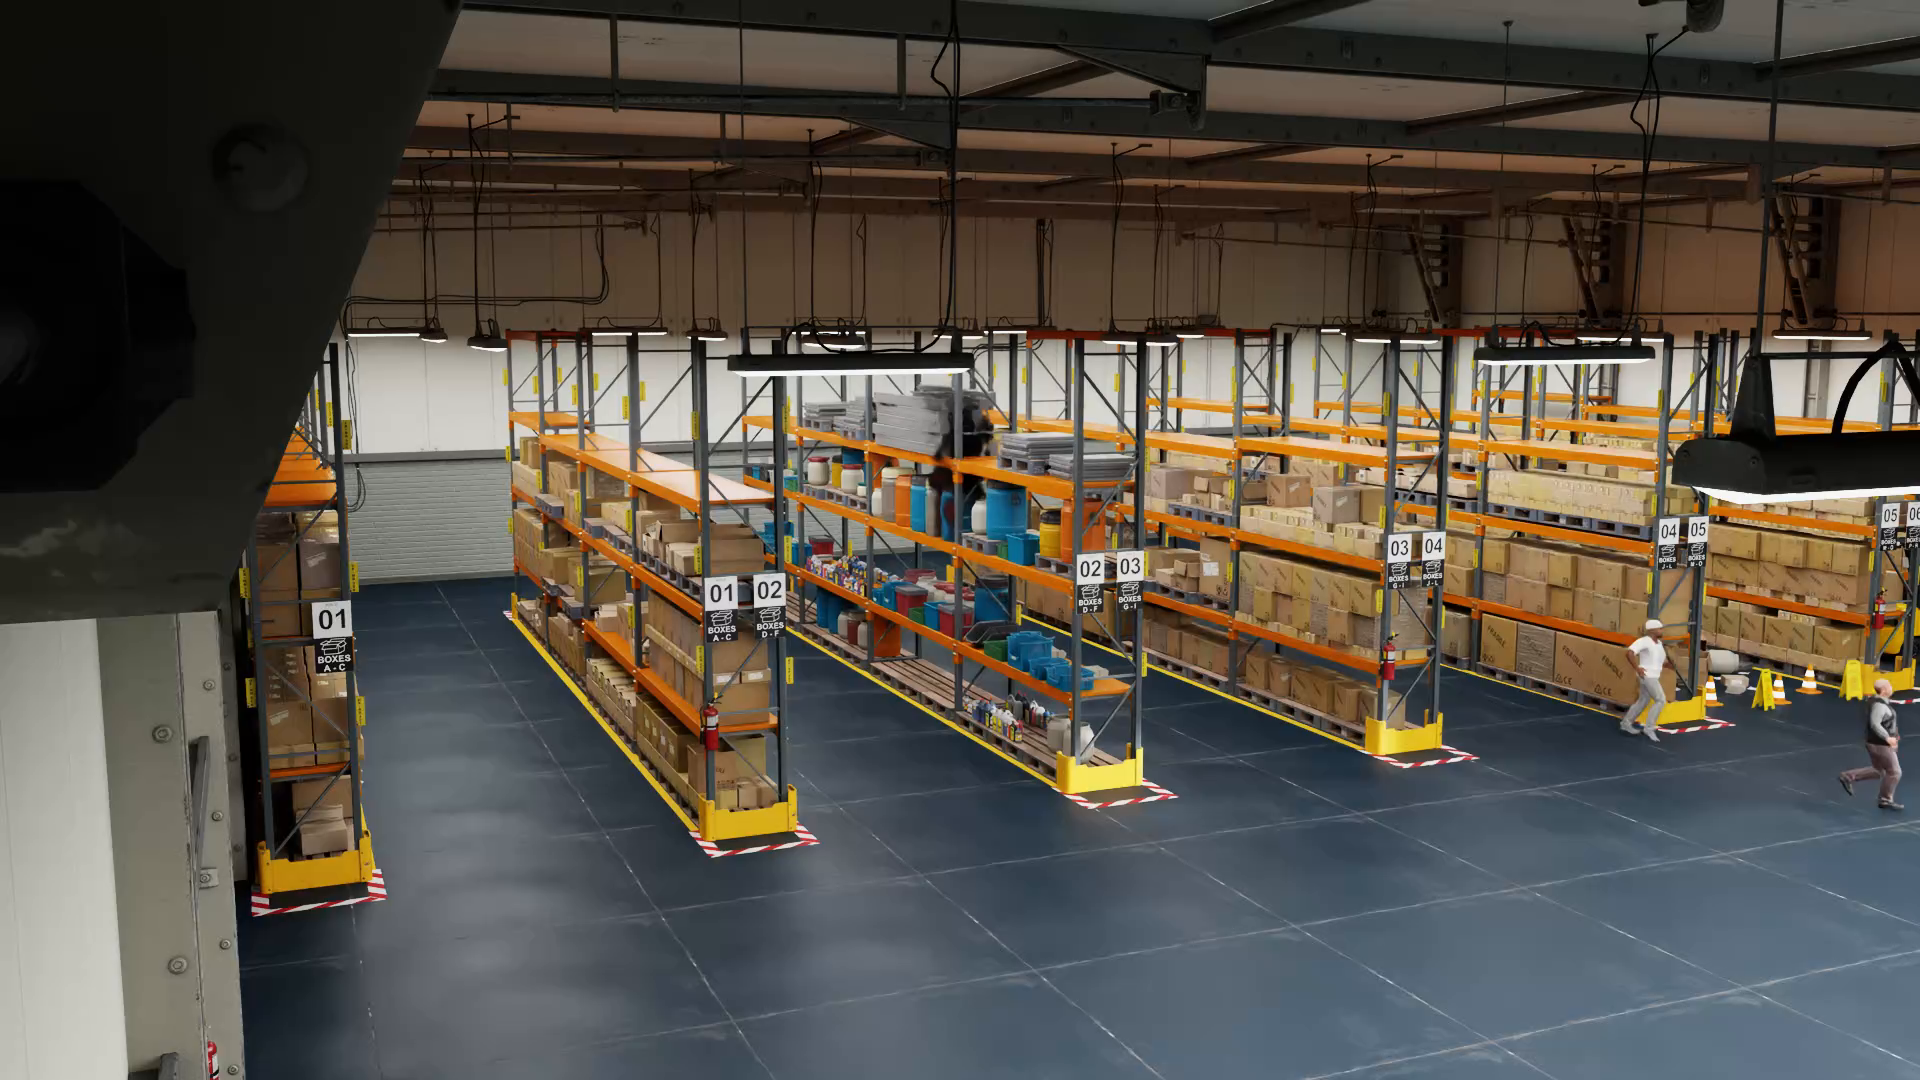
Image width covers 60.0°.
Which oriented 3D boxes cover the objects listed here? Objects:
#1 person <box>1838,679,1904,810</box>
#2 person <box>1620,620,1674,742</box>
[{"bbox_3d":[11.738,2.604,21.332,0.771,1.685,0.695,3,8,19],"label":"person"},{"bbox_3d":[10.355,2.091,24.997,0.695,1.797,0.690,5,9,33],"label":"person"}]
